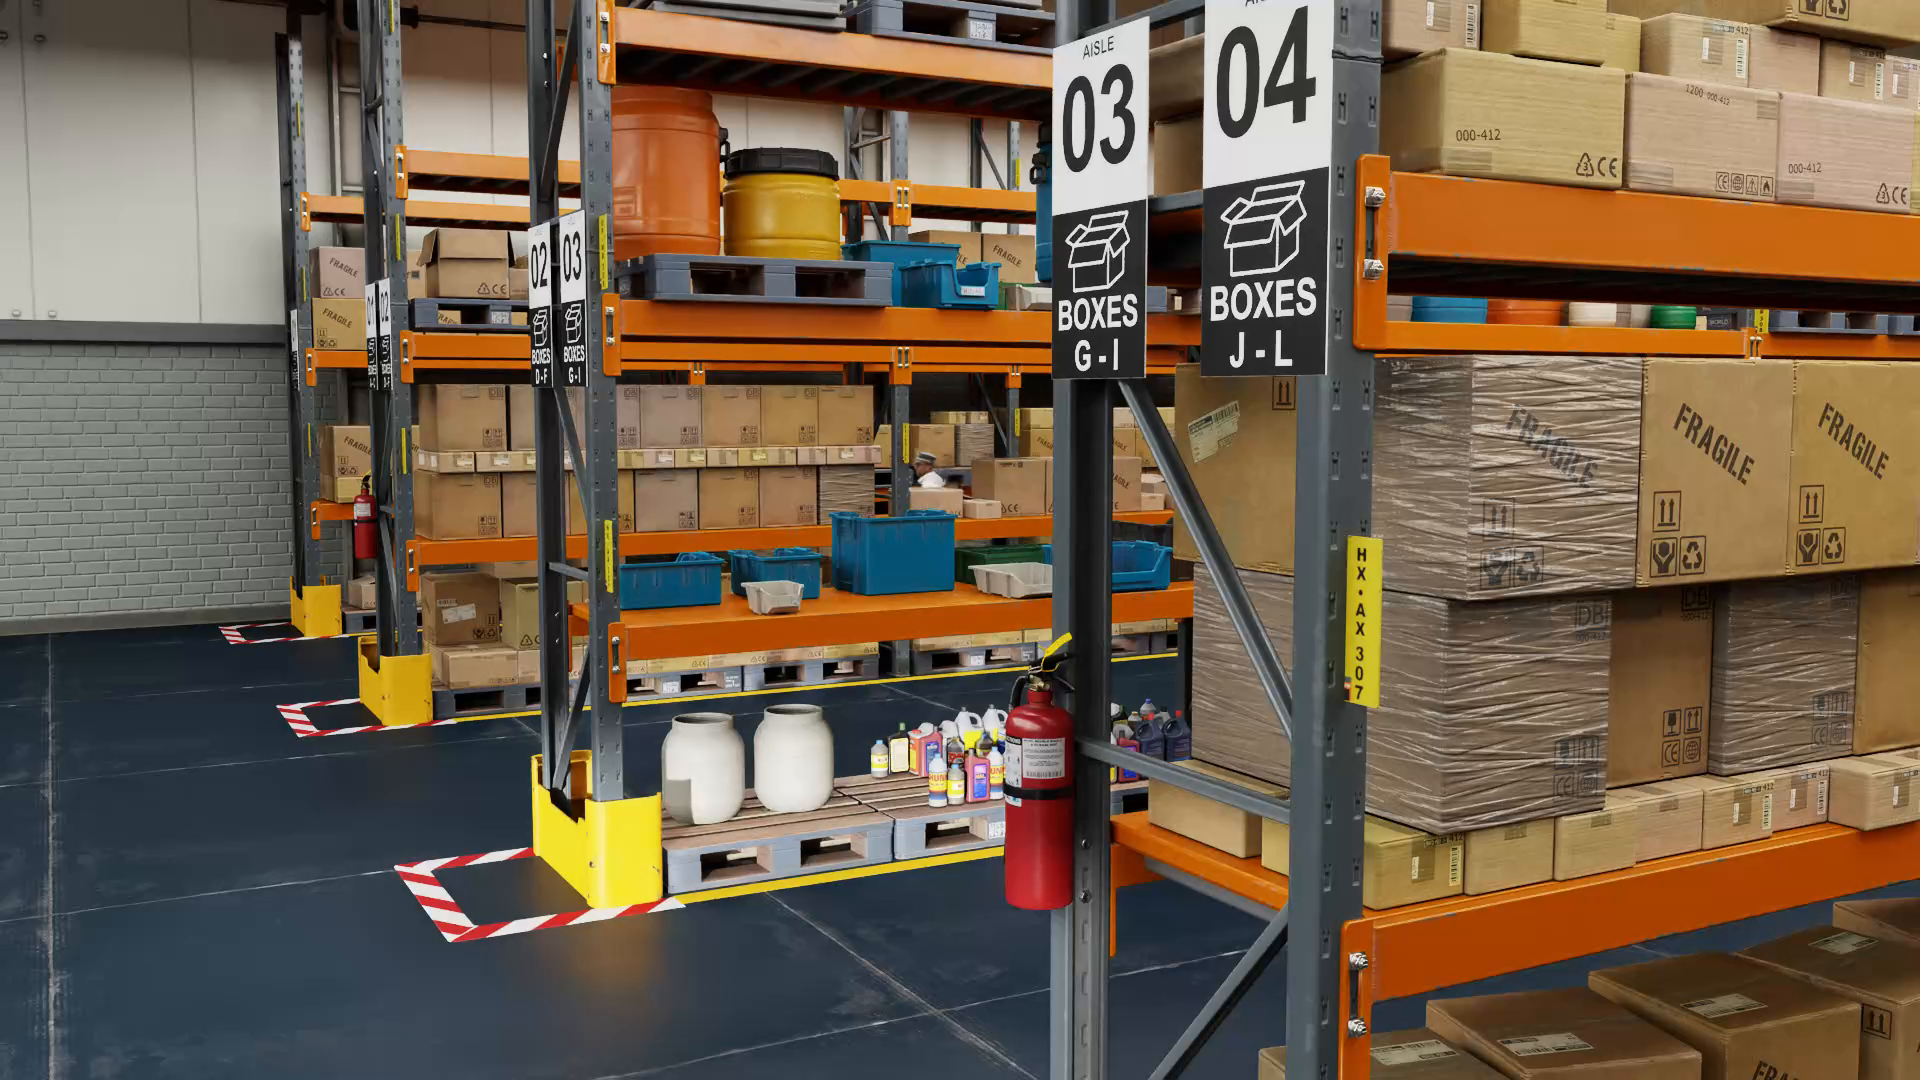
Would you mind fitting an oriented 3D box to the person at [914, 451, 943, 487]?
[{"bbox_3d":[-0.287,-0.078,18.186,0.736,1.794,0.567,0,5,-2],"label":"person"}]
